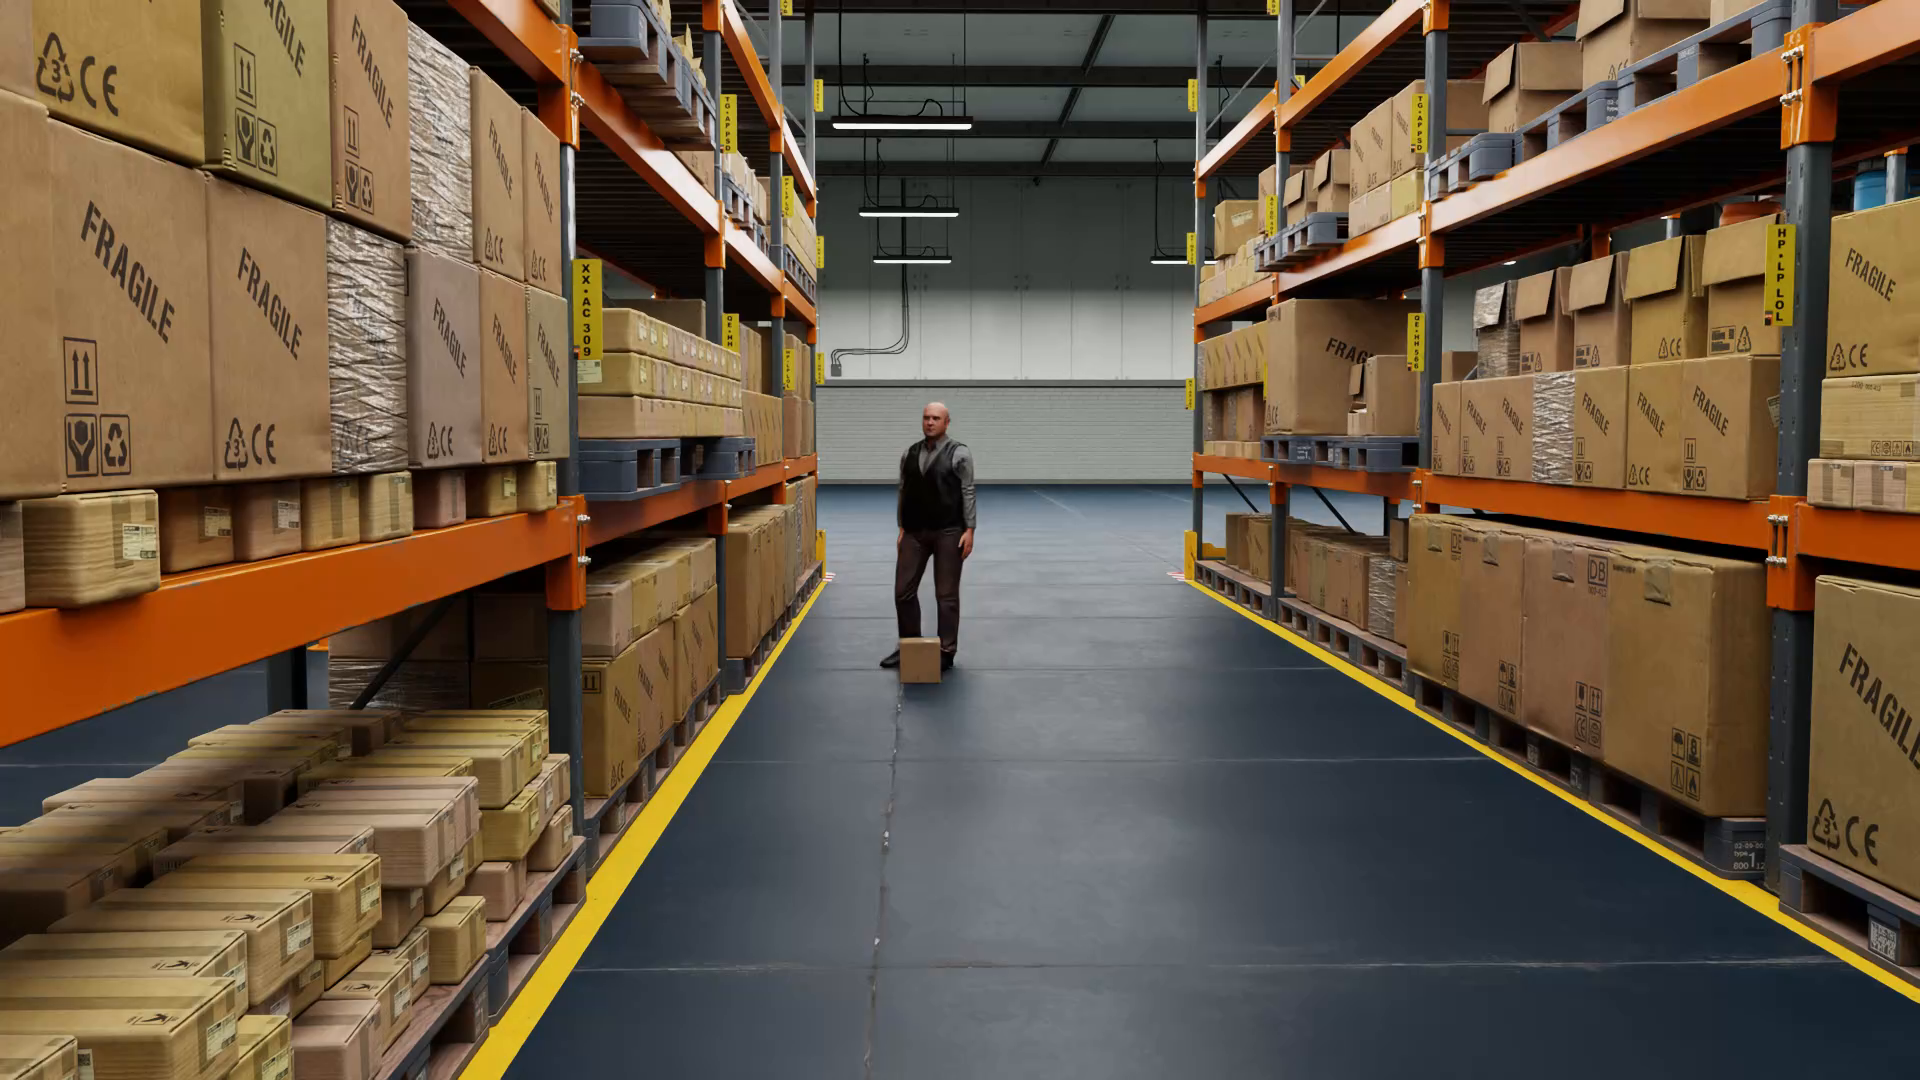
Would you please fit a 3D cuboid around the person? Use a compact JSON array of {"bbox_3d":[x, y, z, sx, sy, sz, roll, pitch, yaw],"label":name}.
[{"bbox_3d":[-0.202,-0.022,10.774,0.647,1.736,0.354,1,4,21],"label":"person"}]
